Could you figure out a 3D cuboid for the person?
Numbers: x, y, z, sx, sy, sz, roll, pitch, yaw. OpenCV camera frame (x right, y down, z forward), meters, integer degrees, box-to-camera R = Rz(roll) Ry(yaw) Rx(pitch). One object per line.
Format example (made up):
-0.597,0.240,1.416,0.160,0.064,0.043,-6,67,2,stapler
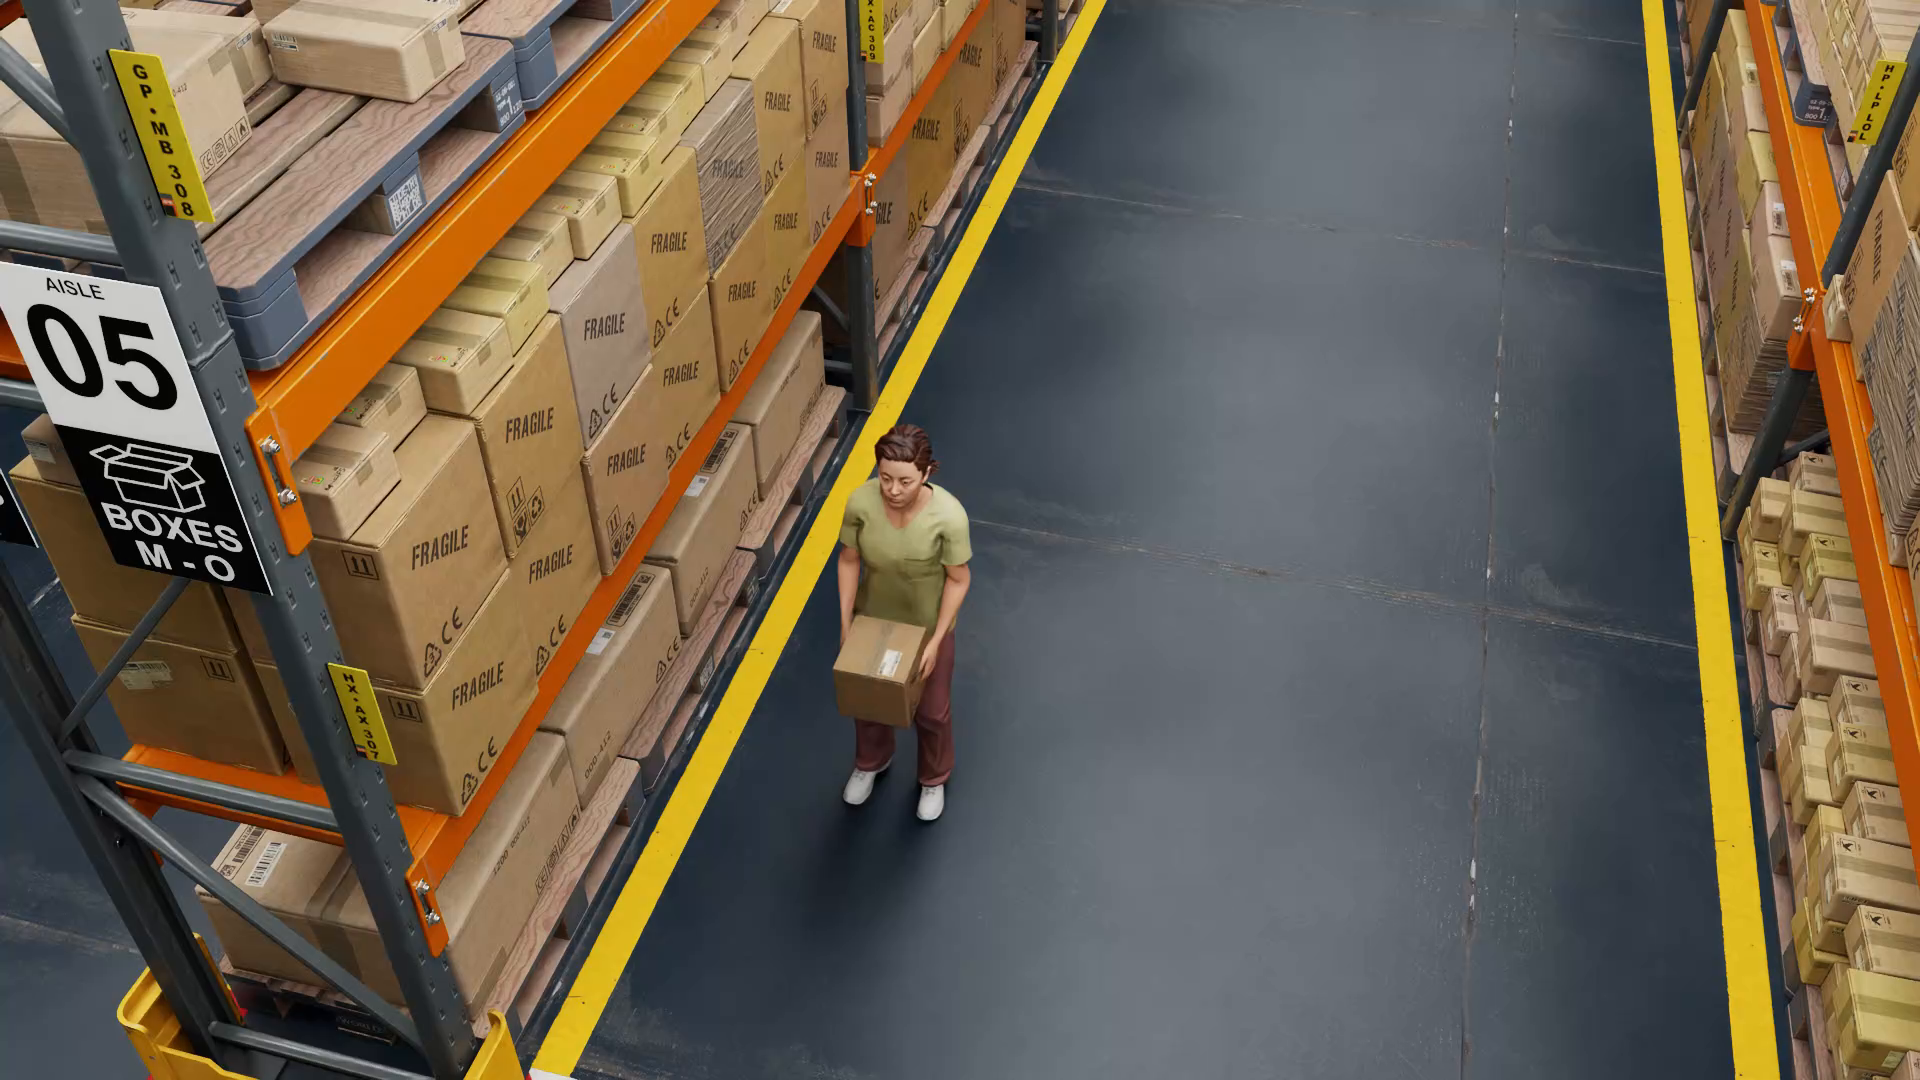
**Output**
-0.201,0.312,5.800,0.468,1.675,0.435,11,42,12,person
